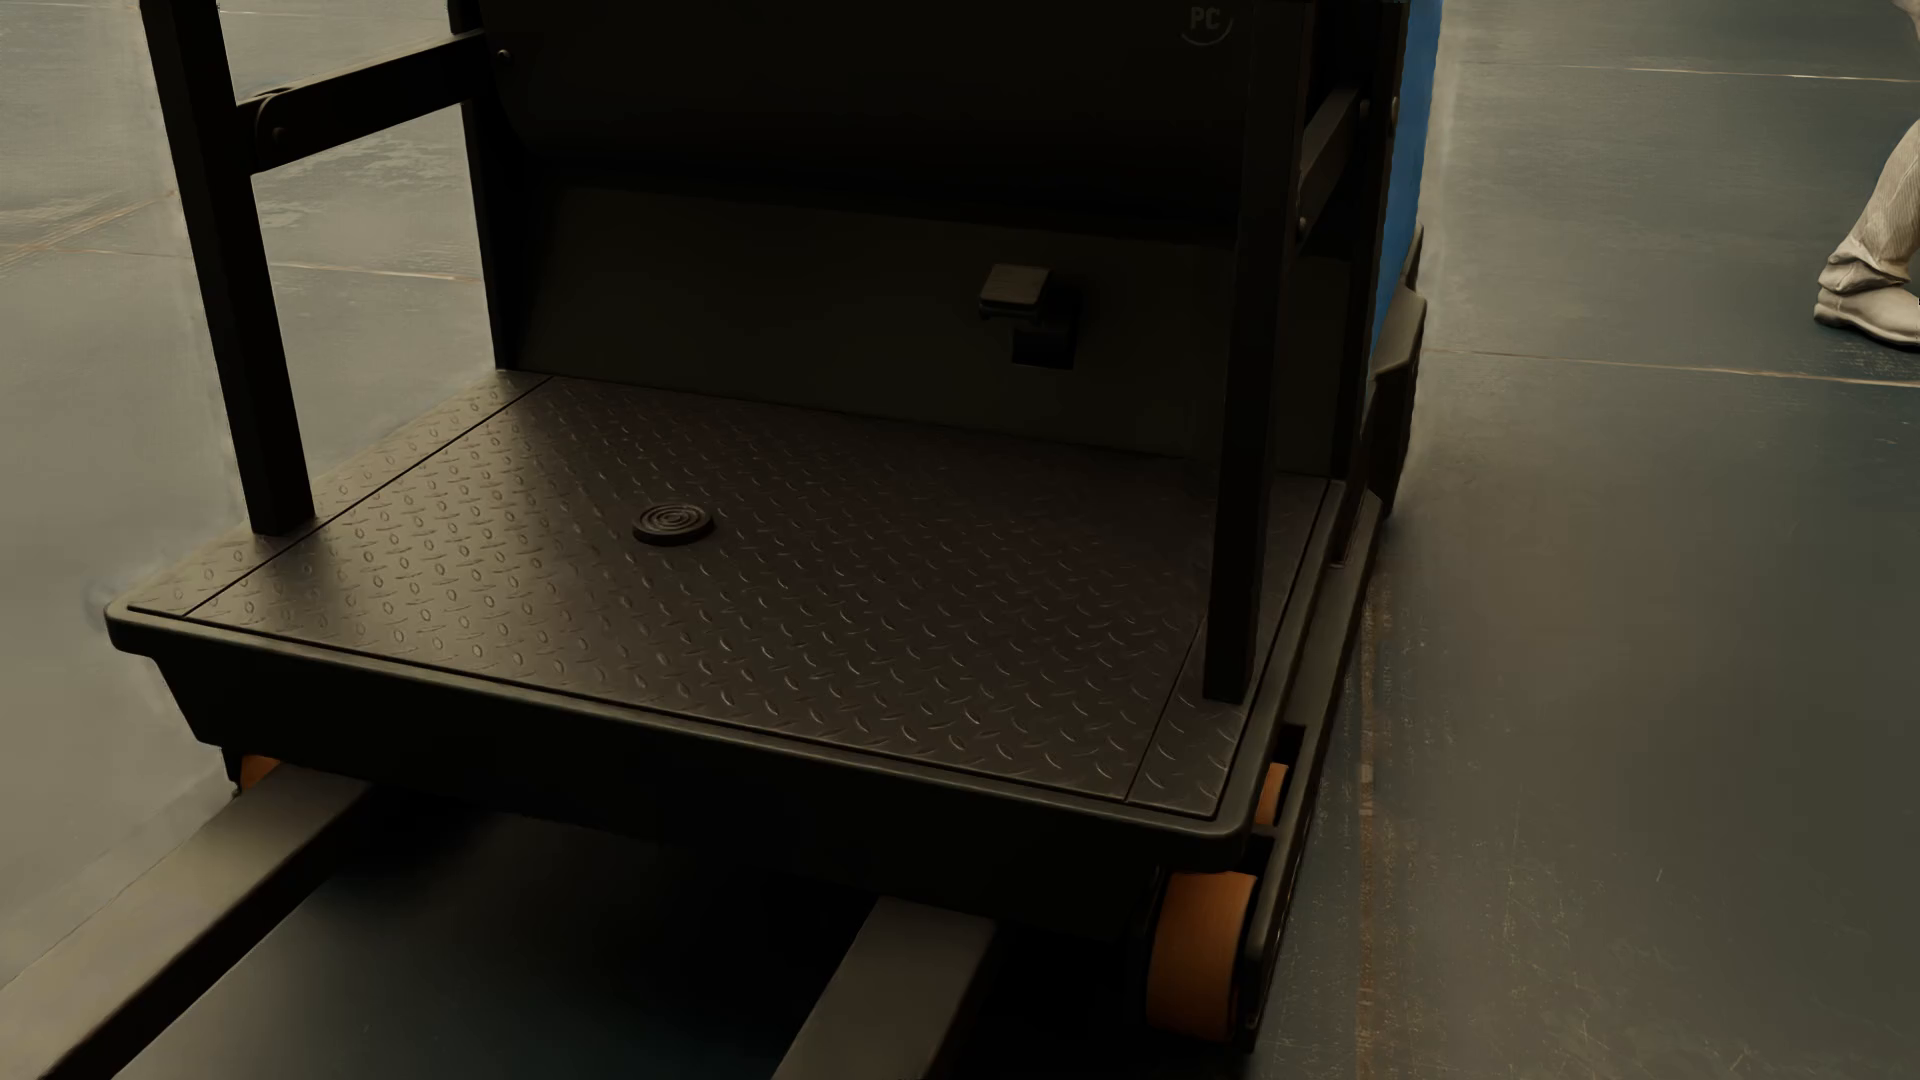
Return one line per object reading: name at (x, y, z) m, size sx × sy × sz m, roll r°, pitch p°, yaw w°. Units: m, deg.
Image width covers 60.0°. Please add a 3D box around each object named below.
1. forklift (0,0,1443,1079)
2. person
forklift at (-0.151, -1.044, 1.315) m, size 1.130 × 2.935 × 3.031 m, roll 9°, pitch 28°, yaw 17°
person at (2.116, -1.241, 3.194) m, size 0.887 × 1.596 × 0.751 m, roll -15°, pitch 30°, yaw -27°
